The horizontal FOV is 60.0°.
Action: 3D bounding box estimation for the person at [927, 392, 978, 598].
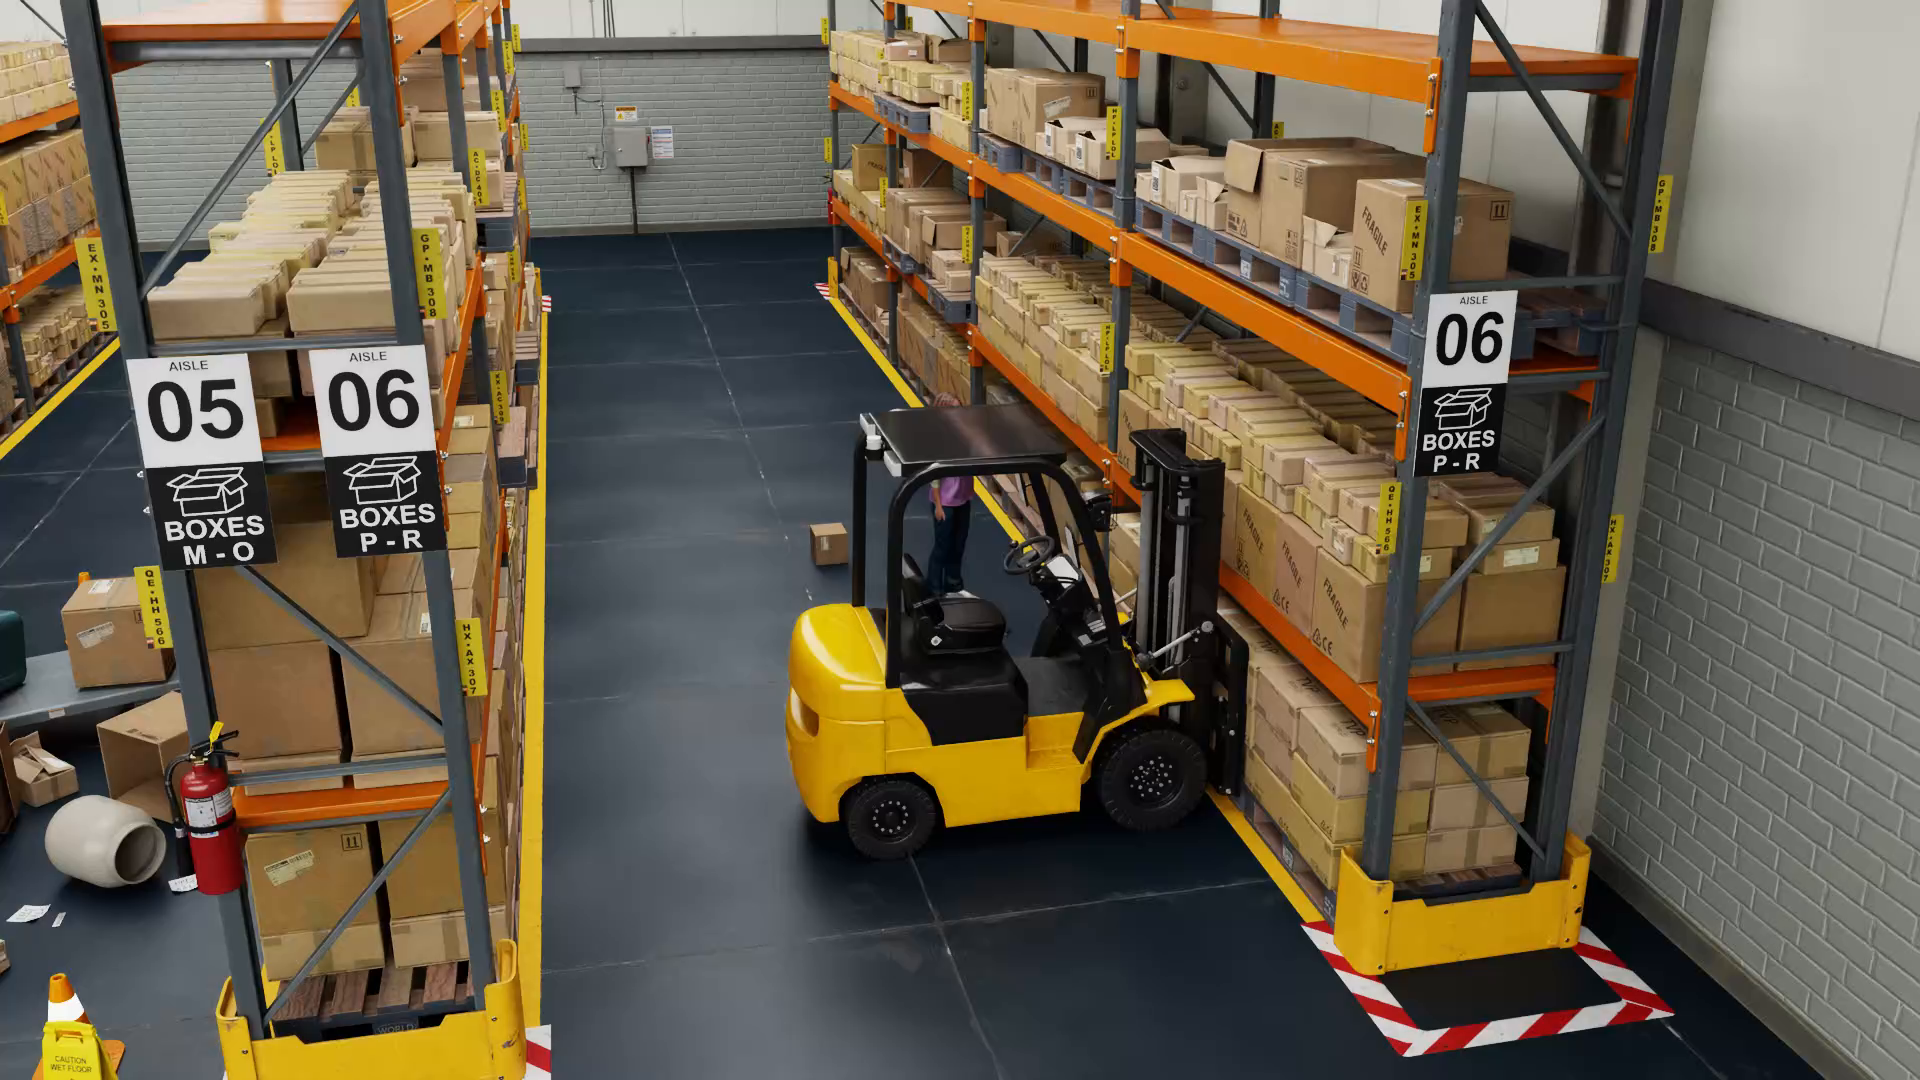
[{"bbox_3d":[-0.051,-0.257,11.836,0.334,1.639,0.413,11,22,27],"label":"person"}]
